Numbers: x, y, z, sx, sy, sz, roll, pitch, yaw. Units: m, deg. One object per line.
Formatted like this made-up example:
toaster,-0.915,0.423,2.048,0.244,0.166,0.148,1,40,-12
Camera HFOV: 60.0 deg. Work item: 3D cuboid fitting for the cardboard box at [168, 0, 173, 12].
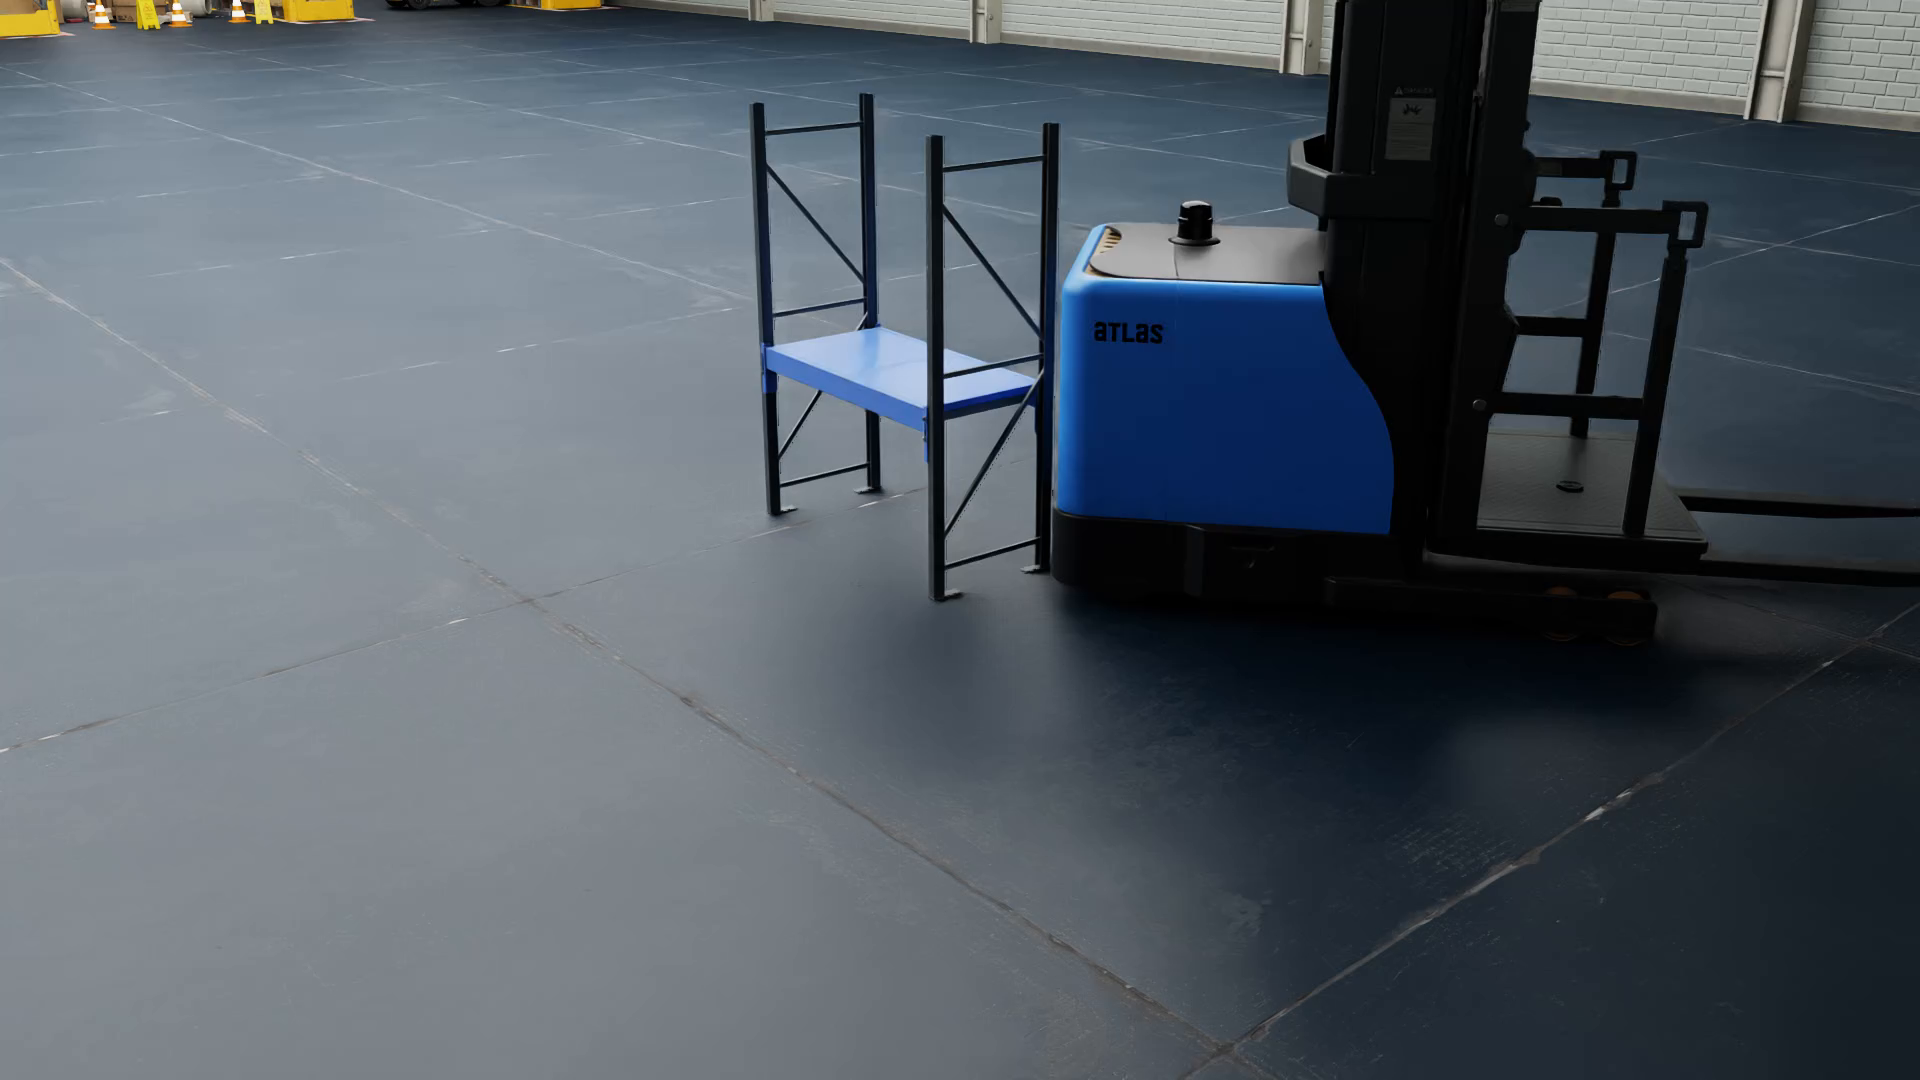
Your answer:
cardboard box,-14.371,-10.035,30.917,0.500,0.500,0.500,0,21,-1

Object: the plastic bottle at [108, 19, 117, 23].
plastic bottle,-14.899,-9.088,29.104,0.283,0.061,0.133,12,24,27

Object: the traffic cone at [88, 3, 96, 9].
traffic cone,-16.856,-10.488,32.128,0.336,0.463,0.334,-17,27,-37

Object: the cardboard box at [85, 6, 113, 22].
cardboard box,-15.206,-9.302,29.370,0.396,0.266,0.258,-12,25,-28

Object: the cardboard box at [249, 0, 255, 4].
cardboard box,-12.838,-10.076,30.790,0.500,0.250,0.500,-19,28,-39

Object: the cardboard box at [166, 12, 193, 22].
cardboard box,-13.814,-9.267,29.439,0.380,0.149,0.250,-4,22,-10

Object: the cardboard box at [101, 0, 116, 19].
cardboard box,-15.109,-9.753,30.008,0.797,0.637,0.503,-17,27,-37

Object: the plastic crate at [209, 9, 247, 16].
plastic crate,-13.636,-9.830,30.971,0.583,0.080,0.402,12,24,27

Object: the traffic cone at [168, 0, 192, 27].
traffic cone,-13.305,-8.985,28.290,0.336,0.463,0.334,-17,27,-37

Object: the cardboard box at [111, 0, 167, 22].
cardboard box,-14.493,-9.433,29.378,0.637,0.503,0.797,3,22,9

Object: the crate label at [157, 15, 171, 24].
crate label,-13.865,-9.036,28.866,0.298,0.136,0.250,7,23,18

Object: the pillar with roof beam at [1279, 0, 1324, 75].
pillar with roof beam,1.046,-9.098,16.873,9.100,9.000,0.400,-17,27,-37

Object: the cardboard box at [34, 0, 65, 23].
cardboard box,-15.932,-9.264,28.949,0.500,0.500,0.500,-12,25,-28

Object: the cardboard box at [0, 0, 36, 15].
cardboard box,-15.605,-8.884,26.892,0.875,0.875,0.875,-17,27,-37

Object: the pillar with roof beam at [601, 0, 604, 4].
pillar with roof beam,-10.703,-14.071,29.571,9.100,9.000,0.400,-17,27,-37

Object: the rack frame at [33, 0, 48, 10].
rack frame,-15.112,-9.507,26.143,1.000,3.000,0.127,-17,27,-37

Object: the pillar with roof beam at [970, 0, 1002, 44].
pillar with roof beam,-2.870,-10.756,21.106,9.100,9.000,0.400,-17,27,-37

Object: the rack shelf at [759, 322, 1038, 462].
rack shelf,-0.207,-0.535,5.787,0.538,0.185,1.000,-16,26,-35

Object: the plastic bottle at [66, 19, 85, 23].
plastic bottle,-15.470,-9.085,29.095,0.133,0.061,0.283,12,24,27

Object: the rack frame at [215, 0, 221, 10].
rack frame,-14.039,-11.818,32.044,1.000,3.000,0.127,-17,27,-37

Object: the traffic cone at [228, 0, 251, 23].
traffic cone,-12.686,-9.343,29.205,0.336,0.463,0.334,-17,27,-37

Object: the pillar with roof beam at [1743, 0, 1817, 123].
pillar with roof beam,4.963,-7.440,12.641,9.100,9.000,0.400,-17,27,-37

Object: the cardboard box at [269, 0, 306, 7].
cardboard box,-12.175,-9.794,30.071,0.500,0.250,0.500,-18,27,-38

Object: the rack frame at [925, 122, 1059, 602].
rack frame,0.104,-0.556,5.346,0.500,1.500,0.032,-16,26,-35

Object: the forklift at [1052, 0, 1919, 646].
forklift,1.869,-1.246,5.146,3.031,2.935,1.130,4,22,9

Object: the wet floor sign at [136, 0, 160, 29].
wet floor sign,-13.593,-8.874,27.755,0.232,0.644,0.267,17,27,36

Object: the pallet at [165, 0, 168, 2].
pallet,-16.141,-11.409,34.822,1.003,0.211,1.213,-17,27,-37

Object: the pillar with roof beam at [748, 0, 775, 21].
pillar with roof beam,-6.787,-12.413,25.338,9.100,9.000,0.400,-17,27,-37

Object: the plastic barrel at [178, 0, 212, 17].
plastic barrel,-13.923,-9.724,30.229,0.512,0.421,0.421,0,21,-1

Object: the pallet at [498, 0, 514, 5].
pallet,-8.993,-11.135,34.125,1.003,0.211,1.213,-17,27,-37

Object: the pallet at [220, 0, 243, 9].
pallet,-13.574,-10.343,32.101,1.003,0.211,1.213,-17,27,-37

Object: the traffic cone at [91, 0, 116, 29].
traffic cone,-14.383,-8.810,27.843,0.336,0.463,0.334,-17,27,-37

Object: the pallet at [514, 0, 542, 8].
pallet,-8.201,-10.799,33.265,1.003,0.211,1.213,-17,27,-37

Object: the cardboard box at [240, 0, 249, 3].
cardboard box,-13.153,-10.215,31.147,0.500,0.250,0.500,-18,28,-38

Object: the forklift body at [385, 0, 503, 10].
forklift body,-10.290,-11.590,32.626,2.313,2.155,1.214,-17,27,-37

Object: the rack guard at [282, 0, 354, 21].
rack guard,-11.478,-9.570,29.732,1.175,0.500,0.348,-17,27,-37

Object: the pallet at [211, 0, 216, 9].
pallet,-14.549,-10.734,33.101,1.003,0.211,1.213,-17,27,-37

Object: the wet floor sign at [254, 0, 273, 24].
wet floor sign,-12.115,-9.309,28.868,0.267,0.644,0.232,-8,23,-19

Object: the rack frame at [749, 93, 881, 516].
rack frame,-0.517,-0.849,6.096,0.500,1.500,0.032,-16,26,-35

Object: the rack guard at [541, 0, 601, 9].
rack guard,-7.655,-10.725,32.681,1.175,0.500,0.348,-17,27,-37

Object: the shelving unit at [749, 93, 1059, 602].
shelving unit,-0.207,-0.703,5.721,0.538,1.500,1.048,-16,26,-35

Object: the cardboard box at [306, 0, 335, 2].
cardboard box,-11.745,-9.917,30.385,0.500,0.250,0.500,-18,28,-38

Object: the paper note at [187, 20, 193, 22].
paper note,-13.553,-9.118,29.221,0.142,0.019,0.148,12,24,27

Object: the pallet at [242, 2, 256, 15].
pallet,-12.773,-10.005,31.240,1.003,0.211,1.213,-17,27,-37

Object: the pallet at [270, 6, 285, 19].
pallet,-11.981,-9.668,30.379,1.003,0.211,1.213,-17,27,-37

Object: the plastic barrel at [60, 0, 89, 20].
plastic barrel,-15.821,-9.464,29.566,0.512,0.421,0.421,0,21,-1

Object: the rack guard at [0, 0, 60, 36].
rack guard,-15.097,-8.336,26.582,1.175,0.500,0.348,-17,27,-37

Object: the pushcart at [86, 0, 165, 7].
pushcart,-15.734,-10.040,31.102,0.936,0.377,1.648,12,24,27
